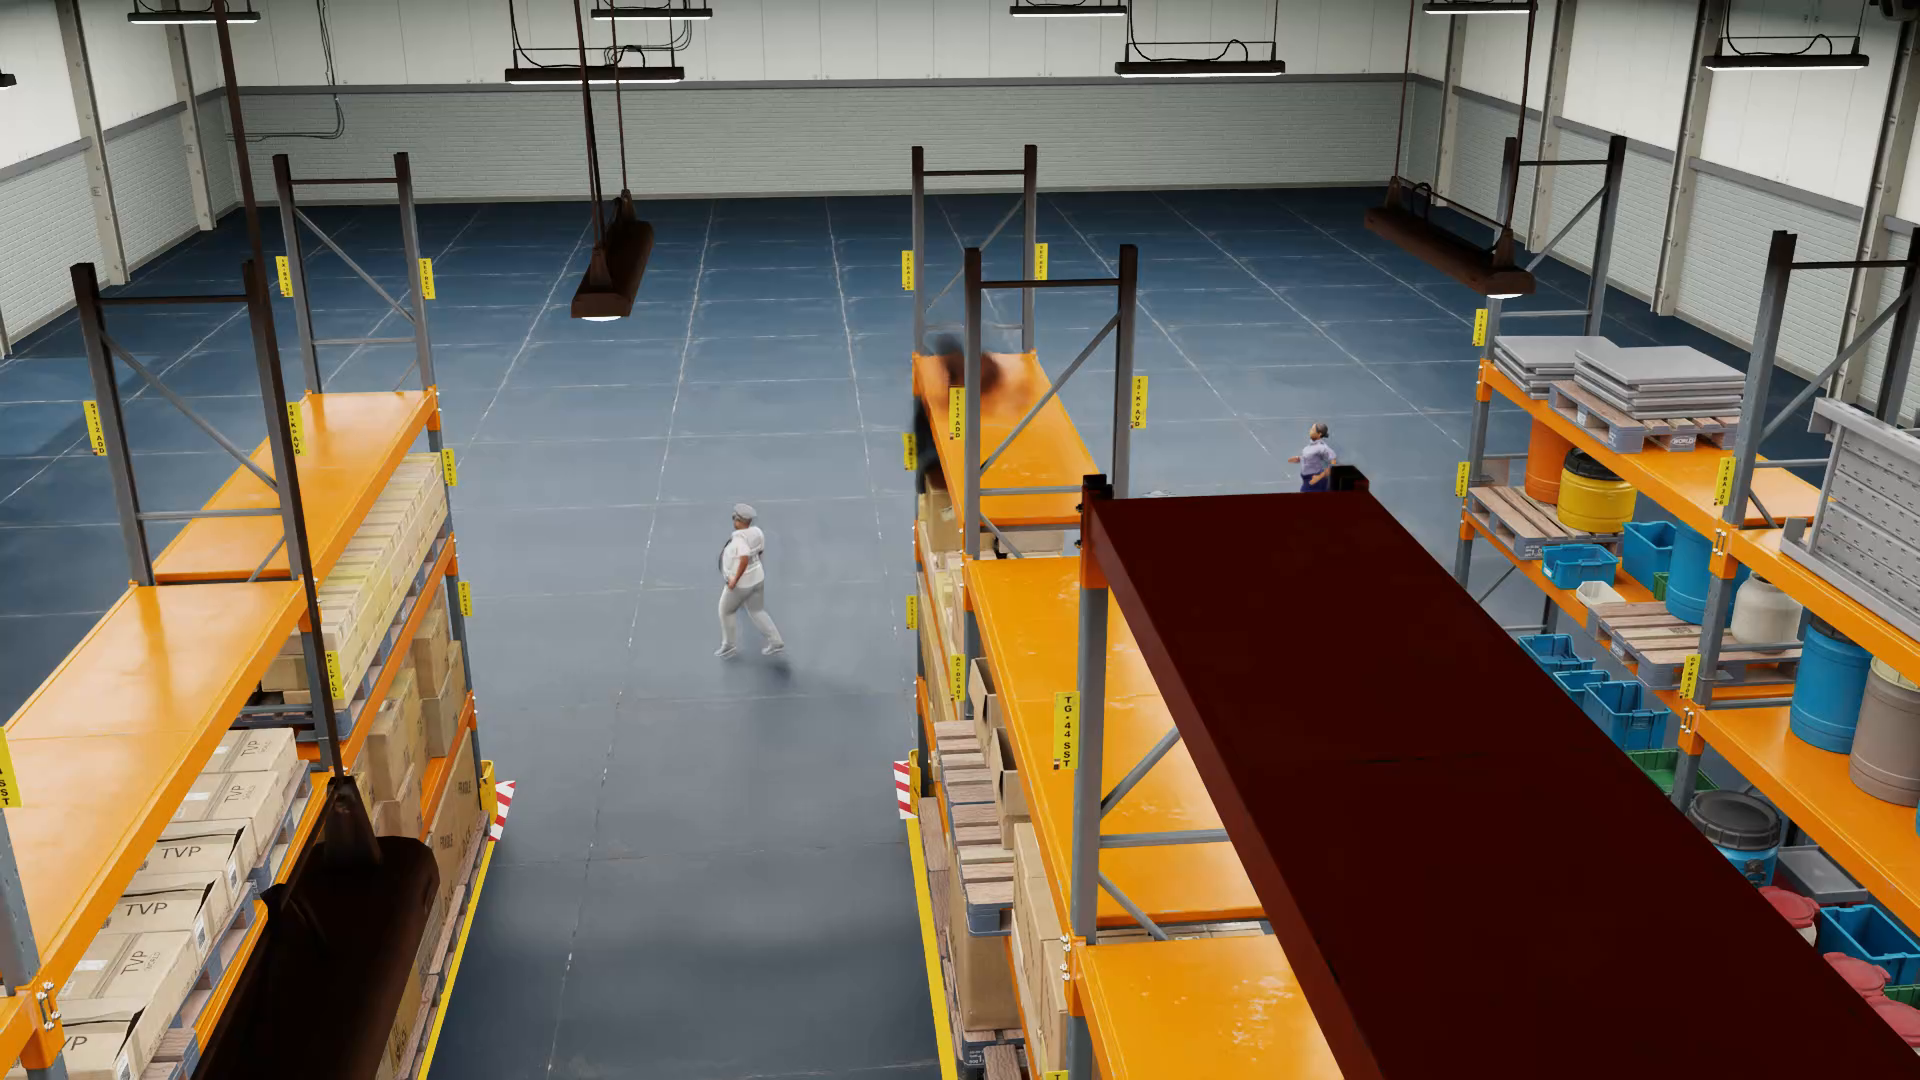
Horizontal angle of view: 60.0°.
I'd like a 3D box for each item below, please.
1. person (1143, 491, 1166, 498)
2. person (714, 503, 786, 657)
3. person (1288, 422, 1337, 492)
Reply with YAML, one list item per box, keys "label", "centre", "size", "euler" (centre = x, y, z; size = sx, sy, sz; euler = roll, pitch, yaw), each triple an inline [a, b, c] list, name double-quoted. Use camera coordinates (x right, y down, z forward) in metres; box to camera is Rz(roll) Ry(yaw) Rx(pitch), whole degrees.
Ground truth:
- label: "person"
  centre: [2.144, 0.319, 18.369]
  size: [0.839, 1.835, 0.649]
  euler: [8, 23, 20]
- label: "person"
  centre: [-2.313, 0.485, 18.036]
  size: [0.863, 1.840, 0.662]
  euler: [13, 25, 30]
- label: "person"
  centre: [4.519, -0.715, 21.183]
  size: [0.925, 1.646, 0.606]
  euler: [3, 22, 8]
